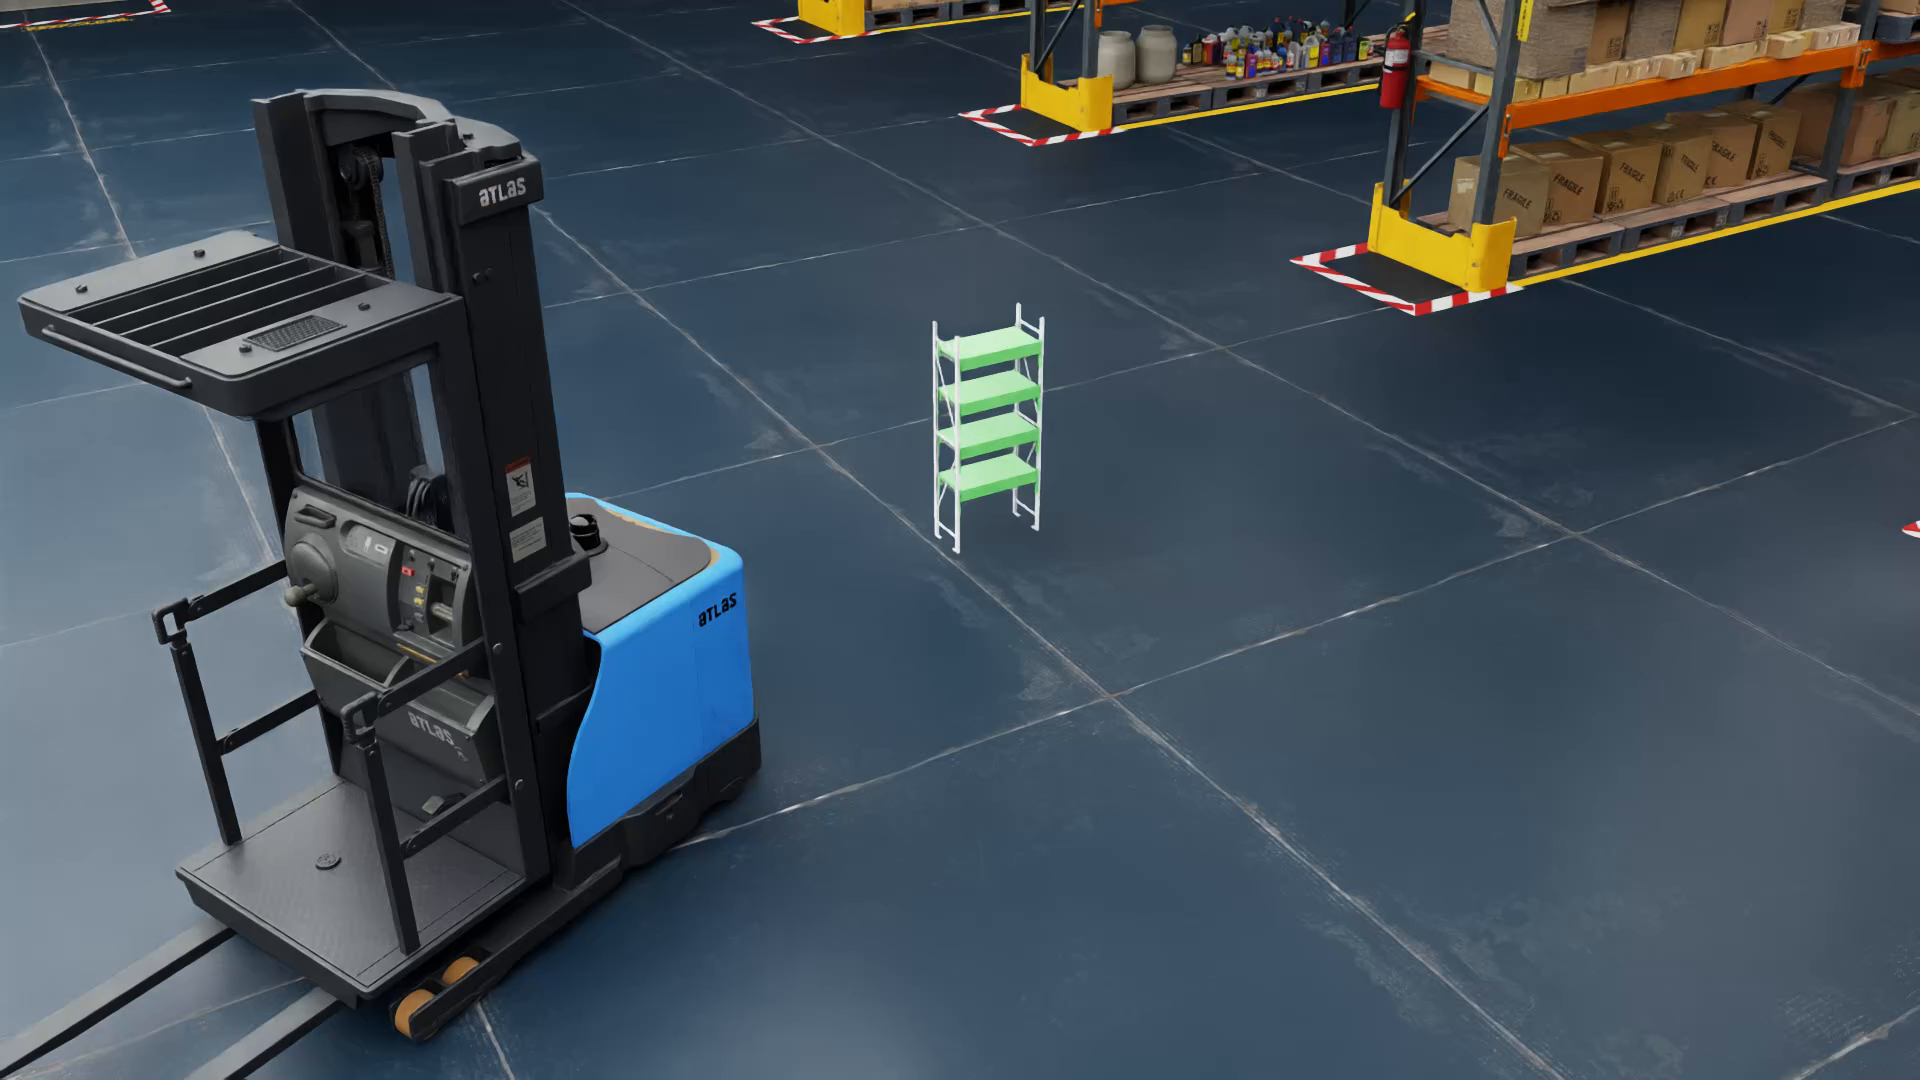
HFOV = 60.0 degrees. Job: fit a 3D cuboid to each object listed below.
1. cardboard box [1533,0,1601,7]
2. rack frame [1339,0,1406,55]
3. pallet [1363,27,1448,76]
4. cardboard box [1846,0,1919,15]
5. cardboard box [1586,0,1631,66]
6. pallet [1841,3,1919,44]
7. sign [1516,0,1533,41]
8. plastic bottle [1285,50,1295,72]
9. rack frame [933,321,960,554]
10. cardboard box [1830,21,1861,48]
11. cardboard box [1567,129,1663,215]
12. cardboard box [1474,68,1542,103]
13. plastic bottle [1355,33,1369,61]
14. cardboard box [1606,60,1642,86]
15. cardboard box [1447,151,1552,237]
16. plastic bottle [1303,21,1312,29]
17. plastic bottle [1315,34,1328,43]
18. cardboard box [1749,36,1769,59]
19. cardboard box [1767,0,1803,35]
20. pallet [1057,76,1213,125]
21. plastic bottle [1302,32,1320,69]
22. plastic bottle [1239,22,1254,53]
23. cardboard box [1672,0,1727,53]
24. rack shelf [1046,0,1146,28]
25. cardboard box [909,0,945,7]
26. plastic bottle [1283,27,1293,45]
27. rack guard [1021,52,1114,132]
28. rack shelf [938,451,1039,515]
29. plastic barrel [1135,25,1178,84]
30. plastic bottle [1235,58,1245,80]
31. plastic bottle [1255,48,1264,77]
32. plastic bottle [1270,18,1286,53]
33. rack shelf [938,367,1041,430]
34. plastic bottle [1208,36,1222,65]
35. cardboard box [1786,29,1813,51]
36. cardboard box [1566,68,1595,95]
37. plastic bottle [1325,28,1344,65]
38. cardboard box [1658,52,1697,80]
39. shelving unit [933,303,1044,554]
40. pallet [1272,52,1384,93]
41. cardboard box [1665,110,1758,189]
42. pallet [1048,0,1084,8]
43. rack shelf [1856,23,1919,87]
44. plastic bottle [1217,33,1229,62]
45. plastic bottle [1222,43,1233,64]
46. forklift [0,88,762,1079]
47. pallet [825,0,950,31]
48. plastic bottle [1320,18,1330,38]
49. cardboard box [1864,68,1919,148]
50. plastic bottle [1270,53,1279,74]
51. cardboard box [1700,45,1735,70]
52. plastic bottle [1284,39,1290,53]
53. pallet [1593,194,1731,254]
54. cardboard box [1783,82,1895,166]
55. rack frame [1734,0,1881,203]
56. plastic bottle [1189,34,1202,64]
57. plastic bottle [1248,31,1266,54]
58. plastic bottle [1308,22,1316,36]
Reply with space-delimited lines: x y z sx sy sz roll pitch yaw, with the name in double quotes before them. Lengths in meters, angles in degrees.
"cardboard box" 4.107 -3.982 11.414 0.500 0.500 0.500 -16 33 -26
"rack frame" 4.434 -6.391 17.227 0.127 3.000 1.000 -16 33 -26
"pallet" 5.091 -5.379 18.278 1.213 0.211 1.003 -16 33 -26
"cardboard box" 7.699 -4.911 13.488 1.000 1.000 1.000 -16 33 -26
"cardboard box" 4.353 -3.818 12.153 0.500 0.500 0.875 -16 33 -26
"pallet" 7.676 -4.370 13.763 1.213 0.211 1.003 -16 33 -26
"sign" 3.769 -3.502 11.095 0.005 0.325 0.100 -16 33 -26
"plastic bottle" 3.351 -4.876 16.923 0.097 0.201 0.097 0 29 0
"rack frame" -0.068 -0.506 8.425 0.015 1.200 0.240 -16 33 -26
"cardboard box" 6.907 -4.043 13.231 0.250 0.149 0.380 -16 33 -26
"cardboard box" 5.089 -2.890 13.035 0.500 0.500 0.500 -13 31 -22
"cardboard box" 3.861 -3.209 11.721 0.250 0.149 0.380 -16 33 -26
"plastic bottle" 4.186 -5.139 17.314 0.133 0.283 0.061 -14 32 -24
"cardboard box" 4.734 -3.446 12.149 0.250 0.149 0.380 -16 33 -26
"cardboard box" 4.041 -2.584 12.480 0.500 0.500 0.500 -10 30 -17
"plastic bottle" 3.672 -5.405 17.804 0.135 0.276 0.152 -15 32 -25
"plastic bottle" 3.762 -5.122 17.291 0.135 0.276 0.152 -16 33 -26
"cardboard box" 5.999 -3.836 12.856 0.250 0.149 0.380 -16 33 -26
"cardboard box" 6.075 -4.310 13.044 0.500 0.500 0.875 -16 33 -26
"pallet" 1.730 -4.426 16.552 1.213 0.211 1.003 -16 33 -26
"plastic bottle" 3.581 -5.020 17.029 0.185 0.351 0.144 -16 33 -27
"plastic bottle" 2.998 -5.249 17.443 0.185 0.351 0.144 -16 33 -27
"cardboard box" 5.243 -4.040 12.555 0.500 0.500 0.875 -16 33 -26
"rack shelf" 2.710 -5.587 16.513 4.000 0.370 1.077 -16 33 -26
"cardboard box" -0.517 -6.619 20.050 0.500 0.250 0.500 -16 33 -26
"plastic bottle" 3.464 -5.279 17.579 0.097 0.271 0.097 0 29 0
"rack guard" 1.027 -4.356 16.126 0.348 0.500 1.175 -16 33 -26
"rack shelf" 0.143 -0.300 8.680 0.480 0.148 0.258 -16 33 -26
"plastic barrel" 1.946 -4.822 16.524 0.421 0.512 0.421 0 29 0
"plastic bottle" 2.796 -4.719 16.637 0.097 0.201 0.097 0 29 0
"plastic bottle" 3.002 -4.808 16.726 0.097 0.271 0.097 0 29 0
"plastic bottle" 3.365 -5.353 17.632 0.185 0.351 0.144 -17 33 -28
"rack shelf" 0.143 -0.720 8.448 0.480 0.148 0.258 -16 33 -26
"plastic bottle" 2.632 -5.054 17.159 0.133 0.283 0.061 -16 33 -26
"cardboard box" 6.440 -3.949 13.062 0.250 0.149 0.380 -16 33 -26
"cardboard box" 4.309 -3.317 11.917 0.250 0.149 0.380 -16 33 -26
"plastic bottle" 3.859 -5.099 17.172 0.185 0.351 0.144 -18 33 -29
"cardboard box" 5.203 -3.536 12.313 0.250 0.149 0.380 -16 33 -26
"shelving unit" 0.143 -0.566 8.534 0.503 1.200 0.258 -16 33 -26
"pallet" 3.834 -5.023 17.634 1.213 0.211 1.003 -16 33 -26
"cardboard box" 6.088 -3.193 13.583 0.500 0.500 0.500 -6 29 -11
"pallet" 1.221 -7.058 21.320 1.213 0.211 1.003 -16 33 -26
"rack shelf" 8.667 -4.503 14.549 4.000 0.370 1.077 -16 33 -26
"plastic bottle" 2.697 -5.129 17.302 0.135 0.276 0.152 -17 33 -28
"plastic bottle" 2.777 -5.049 17.234 0.097 0.201 0.097 0 29 0
"forklift" -2.082 0.154 5.438 1.130 2.935 3.031 19 34 30
"pallet" -0.883 -6.460 20.238 1.213 0.211 1.003 -16 33 -26
"plastic bottle" 3.937 -5.494 17.969 0.097 0.271 0.097 0 29 0
"cardboard box" 8.386 -3.814 14.687 0.500 0.500 0.700 -19 34 -30
"plastic bottle" 3.173 -4.826 16.831 0.097 0.201 0.097 0 29 0
"cardboard box" 5.606 -3.682 12.577 0.250 0.149 0.380 -16 33 -26
"plastic bottle" 3.384 -4.997 17.056 0.133 0.283 0.061 -16 33 -26
"pallet" 5.329 -2.627 13.292 1.213 0.211 1.003 -16 33 -26
"cardboard box" 7.483 -3.567 14.242 0.500 0.500 0.700 -19 34 -30
"rack frame" 6.943 -4.328 13.488 0.127 3.000 1.000 -16 33 -26
"plastic bottle" 2.438 -5.084 17.214 0.133 0.283 0.061 -15 32 -25
"plastic bottle" 3.095 -5.161 17.361 0.135 0.276 0.152 -16 33 -26
"plastic bottle" 3.727 -5.364 17.722 0.133 0.283 0.061 -16 33 -26
